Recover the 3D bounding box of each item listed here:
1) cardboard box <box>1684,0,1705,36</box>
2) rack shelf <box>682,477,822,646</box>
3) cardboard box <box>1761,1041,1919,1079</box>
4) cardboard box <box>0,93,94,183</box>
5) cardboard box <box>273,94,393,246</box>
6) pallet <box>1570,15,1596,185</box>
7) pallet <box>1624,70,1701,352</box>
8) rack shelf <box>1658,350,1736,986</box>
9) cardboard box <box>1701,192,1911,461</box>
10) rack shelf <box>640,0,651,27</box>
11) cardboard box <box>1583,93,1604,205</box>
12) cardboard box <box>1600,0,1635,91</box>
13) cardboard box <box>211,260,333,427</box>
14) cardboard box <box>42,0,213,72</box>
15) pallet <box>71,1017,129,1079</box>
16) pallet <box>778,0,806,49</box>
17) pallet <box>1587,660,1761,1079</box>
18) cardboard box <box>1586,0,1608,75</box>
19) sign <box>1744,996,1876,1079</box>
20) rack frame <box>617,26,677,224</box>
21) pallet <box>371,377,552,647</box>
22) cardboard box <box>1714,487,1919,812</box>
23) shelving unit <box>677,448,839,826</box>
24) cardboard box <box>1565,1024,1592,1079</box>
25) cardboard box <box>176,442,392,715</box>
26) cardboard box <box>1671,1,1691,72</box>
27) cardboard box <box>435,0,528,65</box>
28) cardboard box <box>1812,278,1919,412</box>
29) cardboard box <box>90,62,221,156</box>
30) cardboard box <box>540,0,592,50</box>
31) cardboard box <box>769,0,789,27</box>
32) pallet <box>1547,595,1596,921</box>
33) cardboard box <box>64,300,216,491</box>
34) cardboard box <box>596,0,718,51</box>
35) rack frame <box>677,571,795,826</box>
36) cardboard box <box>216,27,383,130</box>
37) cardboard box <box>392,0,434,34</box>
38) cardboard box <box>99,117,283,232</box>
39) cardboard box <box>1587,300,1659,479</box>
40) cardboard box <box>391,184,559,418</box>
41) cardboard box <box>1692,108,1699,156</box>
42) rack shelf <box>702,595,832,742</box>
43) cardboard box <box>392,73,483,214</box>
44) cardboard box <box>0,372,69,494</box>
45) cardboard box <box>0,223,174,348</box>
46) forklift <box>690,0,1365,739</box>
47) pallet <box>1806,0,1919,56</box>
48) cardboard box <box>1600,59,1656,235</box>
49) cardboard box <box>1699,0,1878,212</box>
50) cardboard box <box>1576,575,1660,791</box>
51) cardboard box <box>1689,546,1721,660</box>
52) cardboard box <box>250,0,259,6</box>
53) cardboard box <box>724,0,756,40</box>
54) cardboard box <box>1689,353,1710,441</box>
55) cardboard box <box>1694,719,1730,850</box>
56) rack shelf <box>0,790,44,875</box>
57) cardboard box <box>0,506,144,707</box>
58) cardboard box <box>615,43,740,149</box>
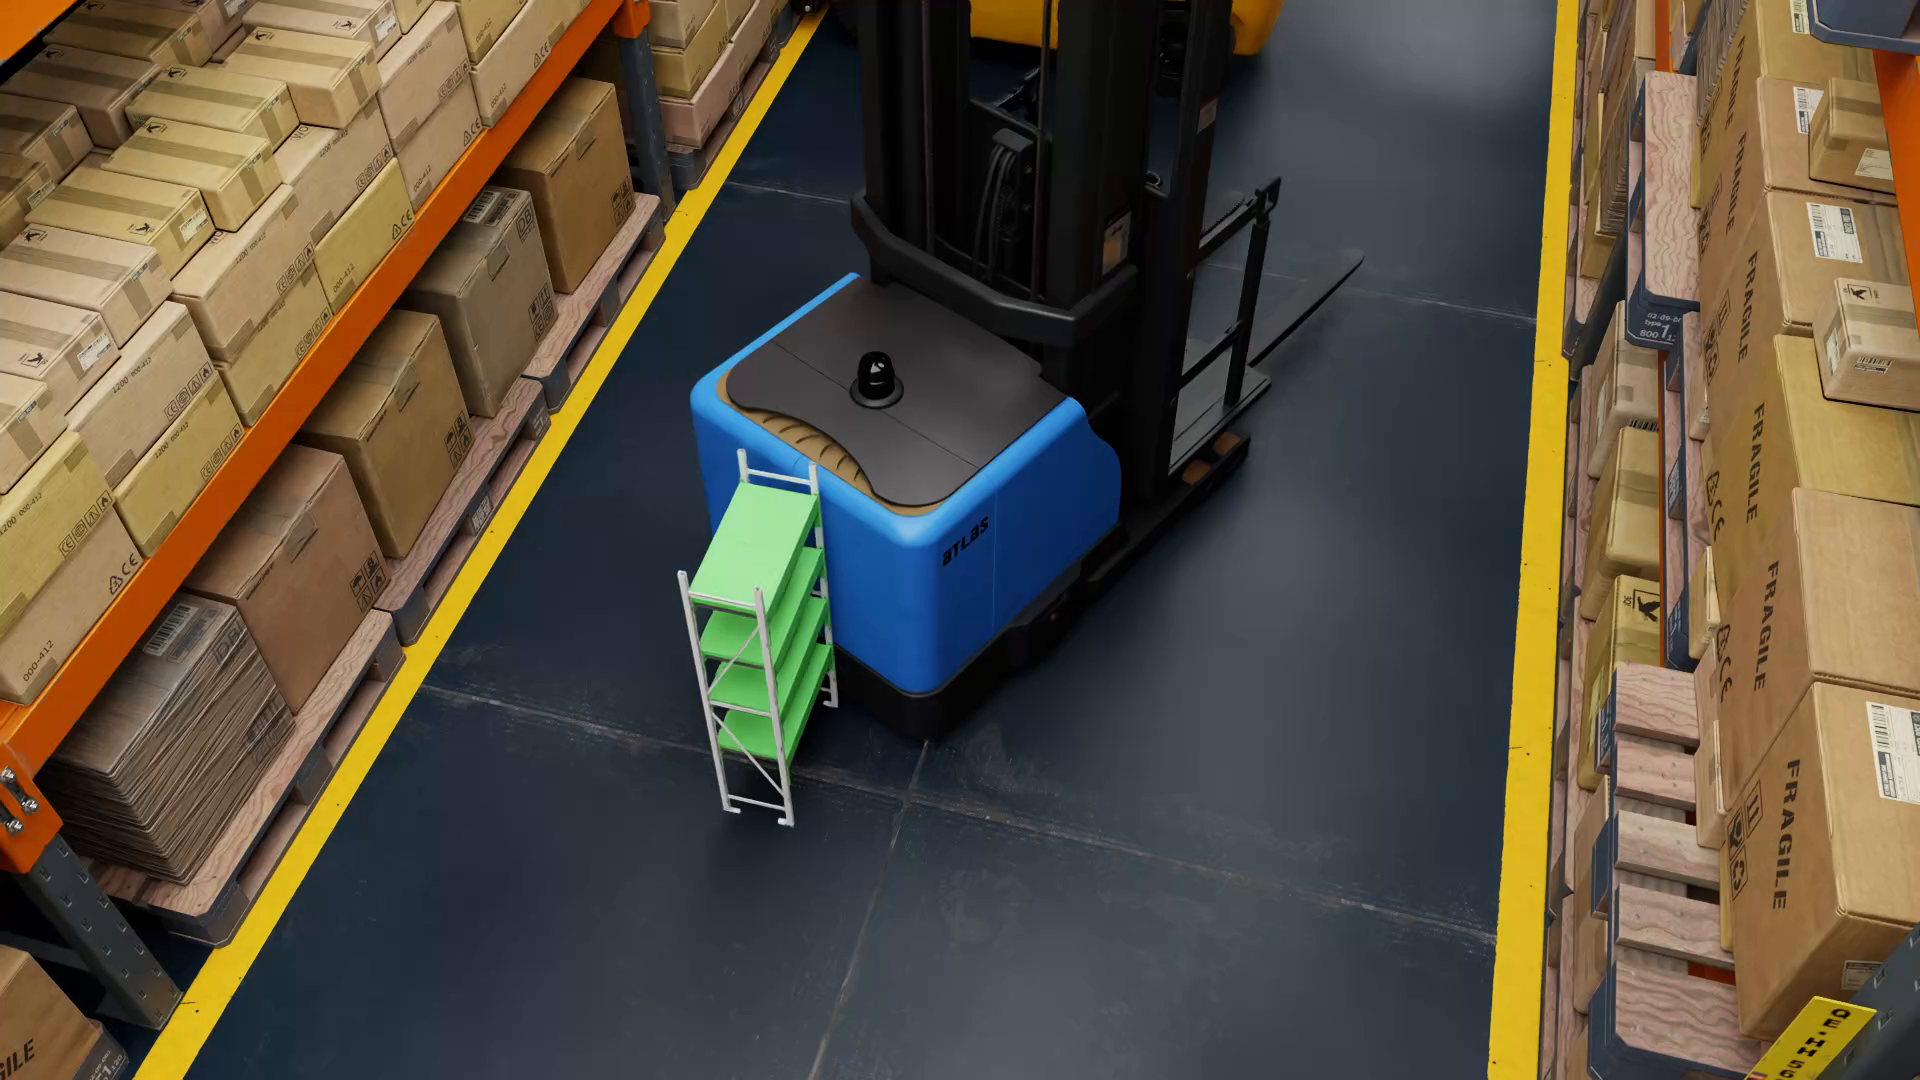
[{"bbox_3d":[2.875,-2.088,5.827,0.500,0.500,0.500,10,49,9],"label":"cardboard box"},{"bbox_3d":[-0.597,0.057,4.845,0.258,0.148,0.480,11,49,10],"label":"rack shelf"},{"bbox_3d":[1.804,0.968,3.282,0.380,0.149,0.250,13,50,11],"label":"cardboard box"},{"bbox_3d":[-2.740,-1.141,4.757,0.380,0.149,0.250,11,49,9],"label":"cardboard box"},{"bbox_3d":[-2.094,-1.169,5.048,0.500,0.250,0.500,12,50,11],"label":"cardboard box"},{"bbox_3d":[3.459,-2.041,7.911,1.003,0.211,1.213,12,50,10],"label":"pallet"},{"bbox_3d":[2.656,-0.998,5.258,1.003,0.211,1.213,12,50,10],"label":"pallet"},{"bbox_3d":[2.471,0.099,4.642,1.077,0.370,4.000,12,50,10],"label":"rack shelf"},{"bbox_3d":[2.198,-0.483,4.130,0.500,0.500,0.500,10,49,8],"label":"cardboard box"},{"bbox_3d":[-1.266,-3.771,8.058,1.077,0.370,4.000,12,50,10],"label":"rack shelf"},{"bbox_3d":[3.024,-1.683,7.288,0.500,0.250,0.500,10,49,9],"label":"cardboard box"},{"bbox_3d":[3.160,-2.282,7.317,0.500,0.500,0.500,14,50,12],"label":"cardboard box"},{"bbox_3d":[-2.226,-0.629,4.905,0.500,0.250,0.500,10,49,9],"label":"cardboard box"},{"bbox_3d":[-2.538,-1.505,5.078,0.380,0.149,0.250,12,50,10],"label":"cardboard box"},{"bbox_3d":[-3.078,1.786,4.533,1.003,0.211,1.213,12,50,10],"label":"pallet"},{"bbox_3d":[-1.223,-3.092,8.838,1.003,0.211,1.213,12,50,10],"label":"pallet"},{"bbox_3d":[2.030,0.834,3.641,1.213,0.211,1.003,12,50,10],"label":"pallet"},{"bbox_3d":[3.298,-2.414,7.934,0.500,0.250,0.500,15,50,13],"label":"cardboard box"},{"bbox_3d":[1.419,0.850,2.780,0.100,0.325,0.005,12,50,10],"label":"sign"},{"bbox_3d":[-1.792,-2.563,6.511,1.000,3.000,0.127,12,50,10],"label":"rack frame"},{"bbox_3d":[-2.267,-0.214,6.298,1.003,0.211,1.213,12,50,10],"label":"pallet"},{"bbox_3d":[1.922,0.277,3.460,0.500,0.500,0.500,11,49,9],"label":"cardboard box"},{"bbox_3d":[-0.597,0.332,5.157,0.258,1.200,0.503,11,49,10],"label":"shelving unit"},{"bbox_3d":[2.103,1.631,4.282,0.950,0.372,0.625,9,49,7],"label":"cardboard box"},{"bbox_3d":[-2.503,0.055,5.505,0.875,0.625,0.625,13,50,11],"label":"cardboard box"},{"bbox_3d":[2.788,-1.795,6.001,0.380,0.149,0.250,11,50,10],"label":"cardboard box"},{"bbox_3d":[-1.803,-1.899,5.692,0.500,0.250,0.500,10,49,9],"label":"cardboard box"},{"bbox_3d":[2.103,-0.417,3.639,0.380,0.149,0.250,9,49,8],"label":"cardboard box"},{"bbox_3d":[-2.587,-1.259,5.127,0.500,0.250,0.500,11,49,9],"label":"cardboard box"},{"bbox_3d":[-1.672,-2.097,6.200,0.500,0.250,0.500,13,50,11],"label":"cardboard box"},{"bbox_3d":[-1.106,-2.821,8.293,0.500,0.250,0.500,12,50,11],"label":"cardboard box"},{"bbox_3d":[2.475,0.786,5.416,1.003,0.211,1.213,12,50,10],"label":"pallet"},{"bbox_3d":[-2.359,-0.420,4.387,0.500,0.250,0.500,13,50,11],"label":"cardboard box"},{"bbox_3d":[-1.362,-2.411,7.264,0.500,0.250,0.500,11,49,9],"label":"cardboard box"},{"bbox_3d":[-0.658,0.509,5.000,0.240,1.200,0.015,11,49,10],"label":"rack frame"},{"bbox_3d":[-1.970,-1.382,4.970,0.380,0.149,0.250,10,49,9],"label":"cardboard box"},{"bbox_3d":[-1.904,-1.769,5.311,0.380,0.149,0.250,10,49,9],"label":"cardboard box"},{"bbox_3d":[-2.147,-1.025,4.655,0.380,0.149,0.250,13,50,11],"label":"cardboard box"},{"bbox_3d":[2.862,-0.475,6.142,0.950,0.372,0.625,12,50,11],"label":"cardboard box"},{"bbox_3d":[-2.130,-0.976,6.415,0.875,0.625,0.625,11,50,10],"label":"cardboard box"},{"bbox_3d":[2.547,-1.304,5.288,0.380,0.149,0.250,12,50,11],"label":"cardboard box"},{"bbox_3d":[-0.597,0.374,5.204,0.258,0.148,0.480,11,49,10],"label":"rack shelf"},{"bbox_3d":[-1.959,-1.379,5.567,0.500,0.250,0.500,12,50,10],"label":"cardboard box"},{"bbox_3d":[-2.408,-0.283,4.000,0.380,0.149,0.250,13,50,11],"label":"cardboard box"},{"bbox_3d":[-2.308,-0.665,4.337,0.380,0.149,0.250,12,50,10],"label":"cardboard box"},{"bbox_3d":[0.470,-1.338,5.476,1.130,2.935,3.031,33,56,26],"label":"forklift"},{"bbox_3d":[2.462,-1.340,3.557,1.213,0.211,1.003,12,50,10],"label":"pallet"},{"bbox_3d":[2.894,-1.544,6.666,0.500,0.500,0.500,11,49,10],"label":"cardboard box"},{"bbox_3d":[2.466,-1.211,4.773,0.500,0.500,0.500,12,50,10],"label":"cardboard box"},{"bbox_3d":[2.495,0.549,5.238,0.950,0.372,0.625,13,50,11],"label":"cardboard box"},{"bbox_3d":[1.961,0.186,3.972,0.380,0.149,0.250,12,50,11],"label":"cardboard box"},{"bbox_3d":[-2.416,-1.870,5.401,0.380,0.149,0.250,12,50,10],"label":"cardboard box"},{"bbox_3d":[-1.236,-2.611,7.774,0.500,0.250,0.500,11,50,10],"label":"cardboard box"},{"bbox_3d":[2.177,-0.367,4.461,0.380,0.149,0.250,13,50,11],"label":"cardboard box"},{"bbox_3d":[1.828,0.569,3.635,0.380,0.149,0.250,11,50,10],"label":"cardboard box"},{"bbox_3d":[-3.371,2.015,2.951,1.077,0.370,4.000,12,50,10],"label":"rack shelf"},{"bbox_3d":[-2.492,0.107,4.255,0.500,0.250,0.500,12,50,10],"label":"cardboard box"},{"bbox_3d":[-1.345,-2.076,7.636,0.500,0.250,0.500,12,50,10],"label":"cardboard box"}]
